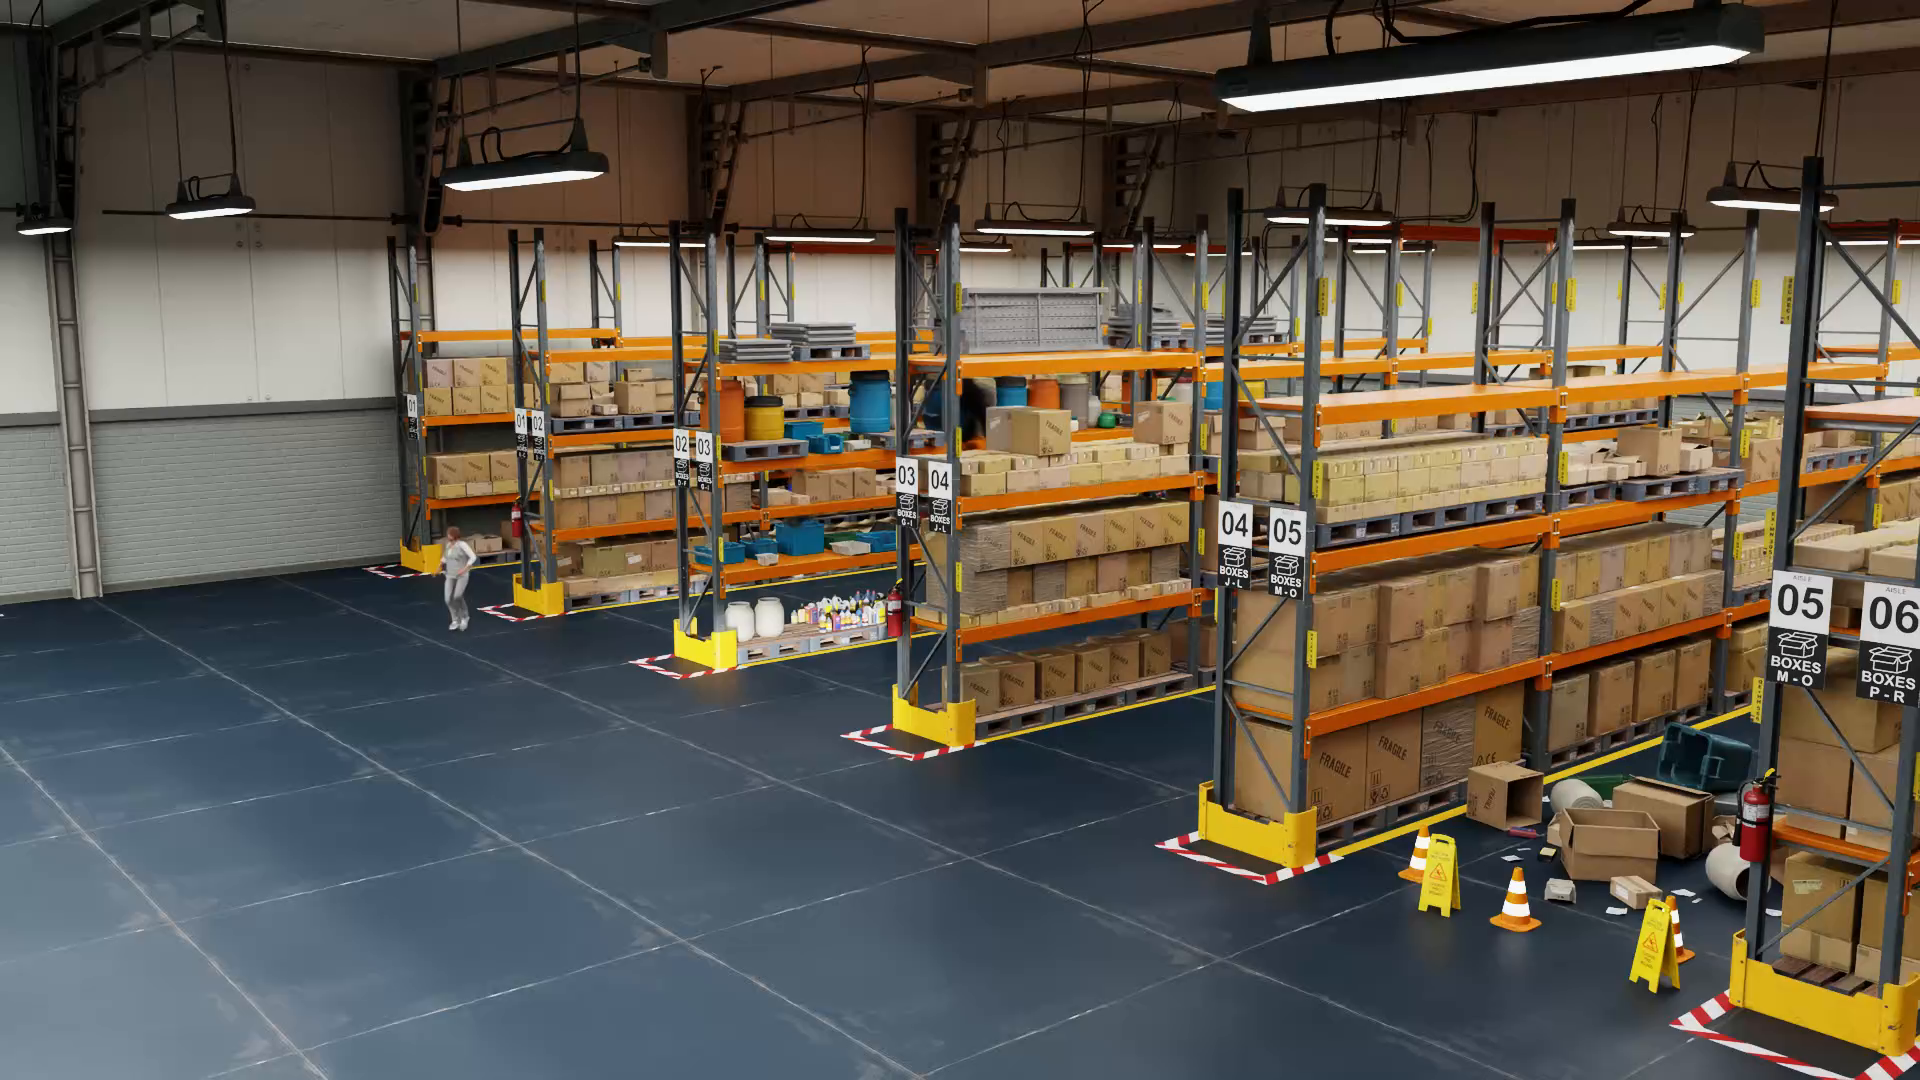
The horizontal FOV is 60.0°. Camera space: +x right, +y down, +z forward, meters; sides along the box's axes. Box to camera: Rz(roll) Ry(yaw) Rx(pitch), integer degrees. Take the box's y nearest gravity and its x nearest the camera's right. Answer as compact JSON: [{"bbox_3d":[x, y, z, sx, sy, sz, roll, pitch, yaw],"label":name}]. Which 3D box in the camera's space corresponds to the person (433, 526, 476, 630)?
[{"bbox_3d":[-7.627,0.574,25.029,0.688,1.563,0.484,3,9,16],"label":"person"}]

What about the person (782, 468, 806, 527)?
[{"bbox_3d":[-3.158,-0.596,32.208,0.549,1.717,0.781,8,12,42],"label":"person"}]
